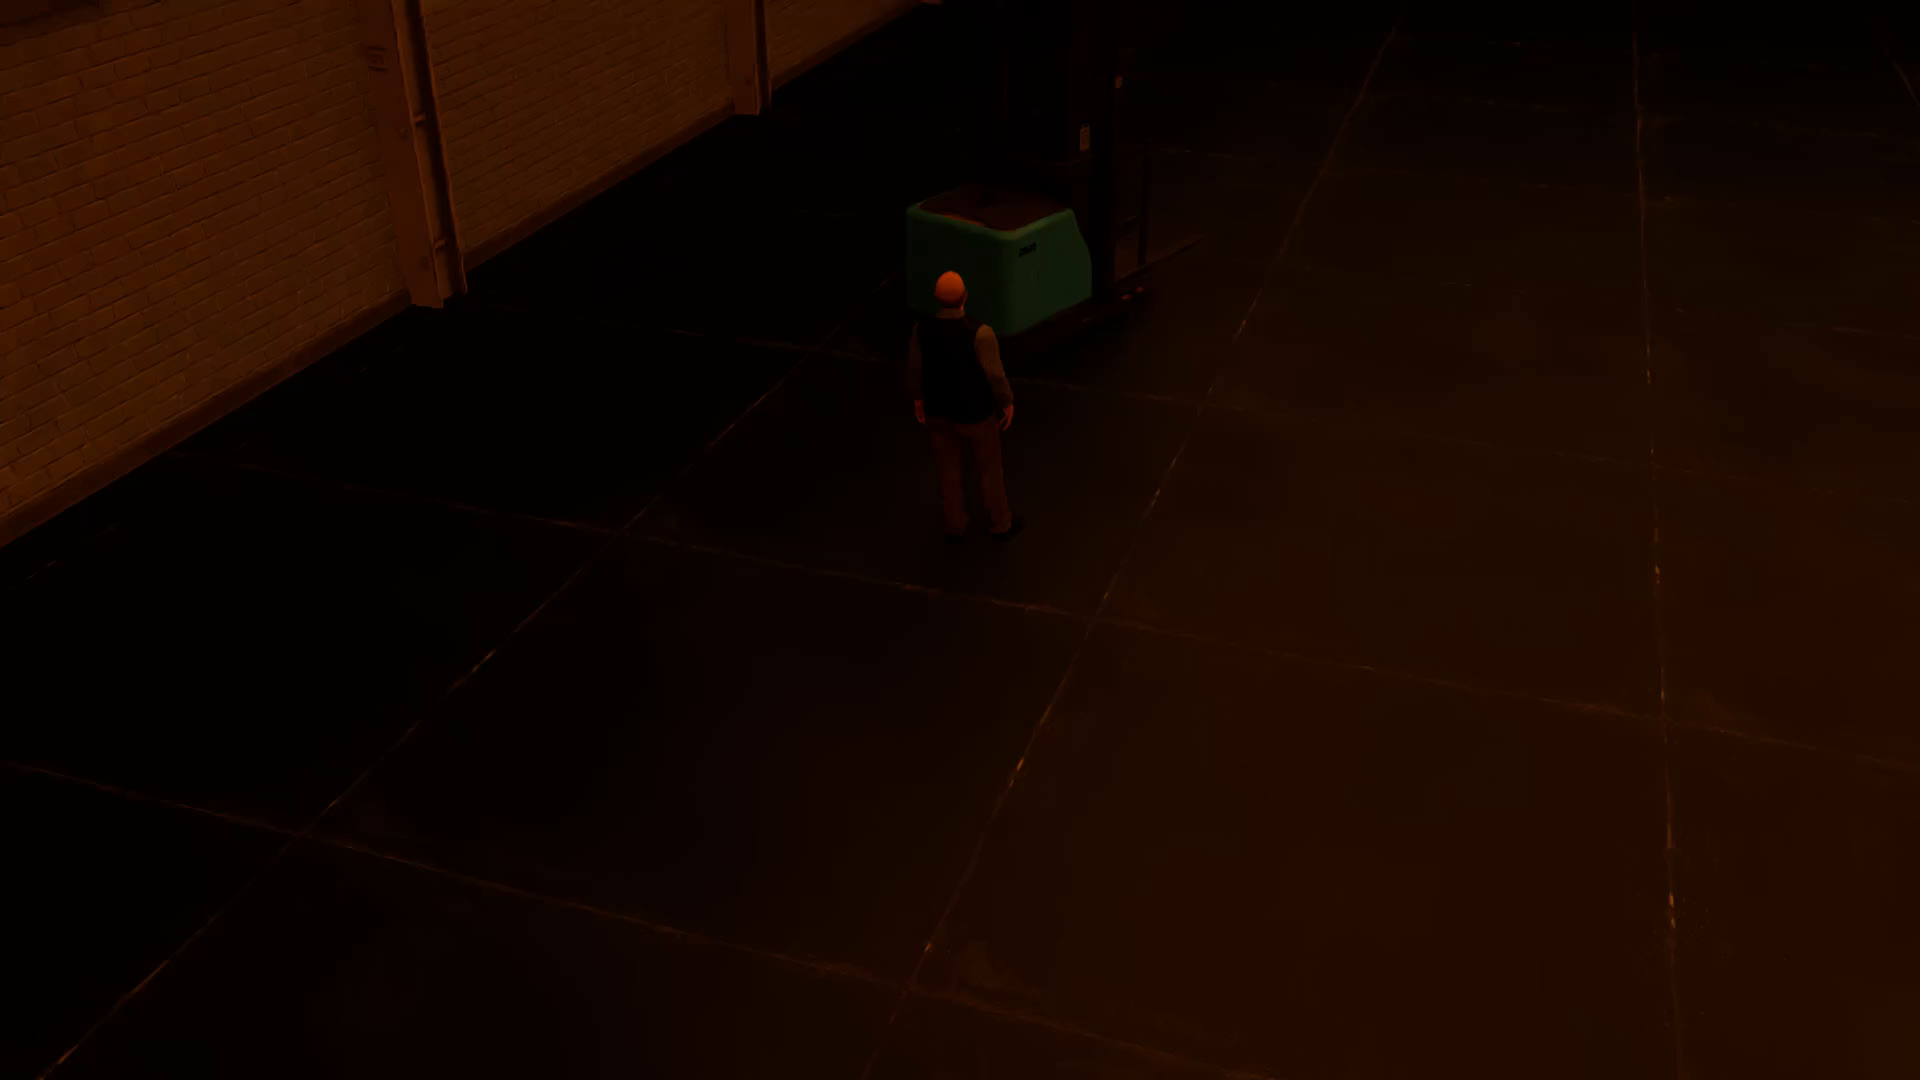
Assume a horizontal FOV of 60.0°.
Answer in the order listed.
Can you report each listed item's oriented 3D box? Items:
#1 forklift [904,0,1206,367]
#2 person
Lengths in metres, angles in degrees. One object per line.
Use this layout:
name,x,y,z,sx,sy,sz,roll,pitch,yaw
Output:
forklift,0.892,-3.205,12.759,1.130,2.935,3.031,22,36,33
person,0.028,-0.782,9.715,0.632,1.720,0.567,10,31,16
